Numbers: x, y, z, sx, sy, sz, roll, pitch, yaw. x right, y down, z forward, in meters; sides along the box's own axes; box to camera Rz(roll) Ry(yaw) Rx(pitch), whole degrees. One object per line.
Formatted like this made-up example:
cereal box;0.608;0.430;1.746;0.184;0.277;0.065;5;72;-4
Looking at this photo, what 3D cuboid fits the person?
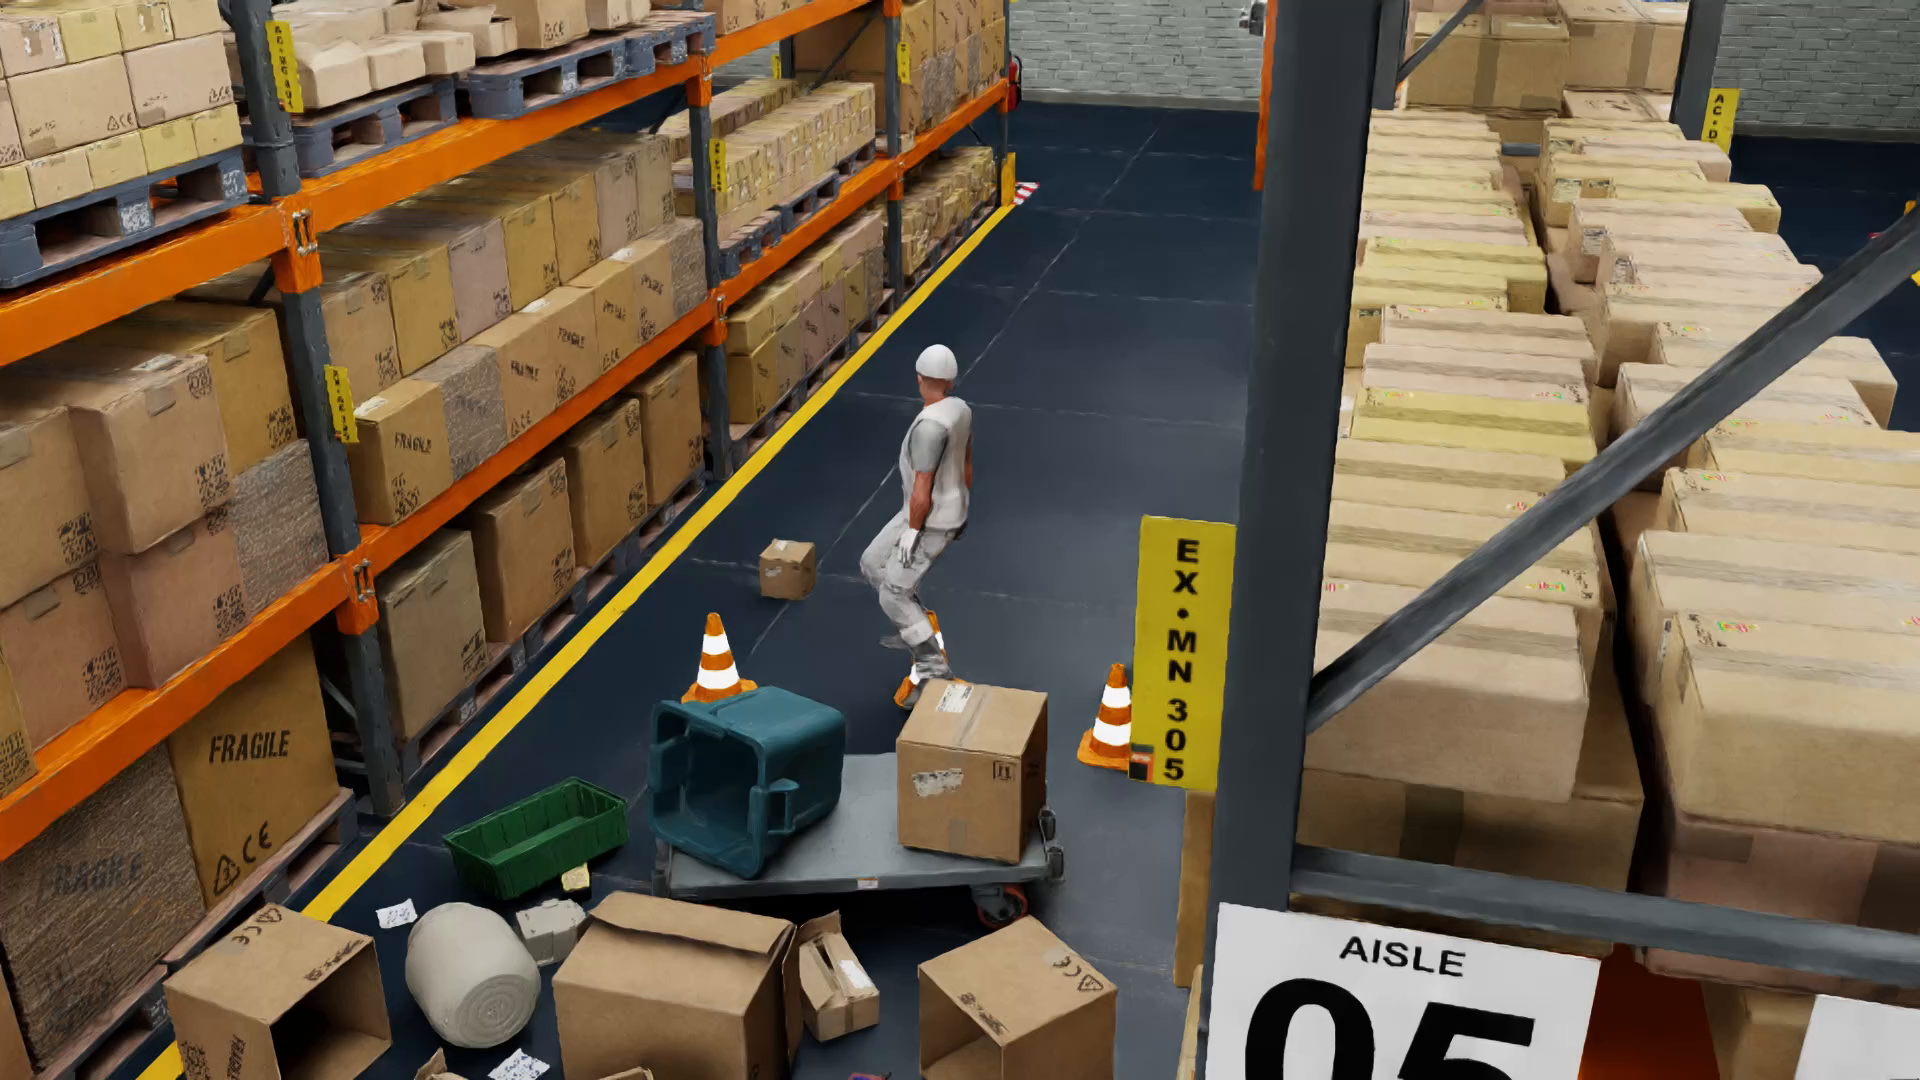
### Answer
person;-0.234;-0.084;8.247;0.533;1.772;0.677;5;26;10
